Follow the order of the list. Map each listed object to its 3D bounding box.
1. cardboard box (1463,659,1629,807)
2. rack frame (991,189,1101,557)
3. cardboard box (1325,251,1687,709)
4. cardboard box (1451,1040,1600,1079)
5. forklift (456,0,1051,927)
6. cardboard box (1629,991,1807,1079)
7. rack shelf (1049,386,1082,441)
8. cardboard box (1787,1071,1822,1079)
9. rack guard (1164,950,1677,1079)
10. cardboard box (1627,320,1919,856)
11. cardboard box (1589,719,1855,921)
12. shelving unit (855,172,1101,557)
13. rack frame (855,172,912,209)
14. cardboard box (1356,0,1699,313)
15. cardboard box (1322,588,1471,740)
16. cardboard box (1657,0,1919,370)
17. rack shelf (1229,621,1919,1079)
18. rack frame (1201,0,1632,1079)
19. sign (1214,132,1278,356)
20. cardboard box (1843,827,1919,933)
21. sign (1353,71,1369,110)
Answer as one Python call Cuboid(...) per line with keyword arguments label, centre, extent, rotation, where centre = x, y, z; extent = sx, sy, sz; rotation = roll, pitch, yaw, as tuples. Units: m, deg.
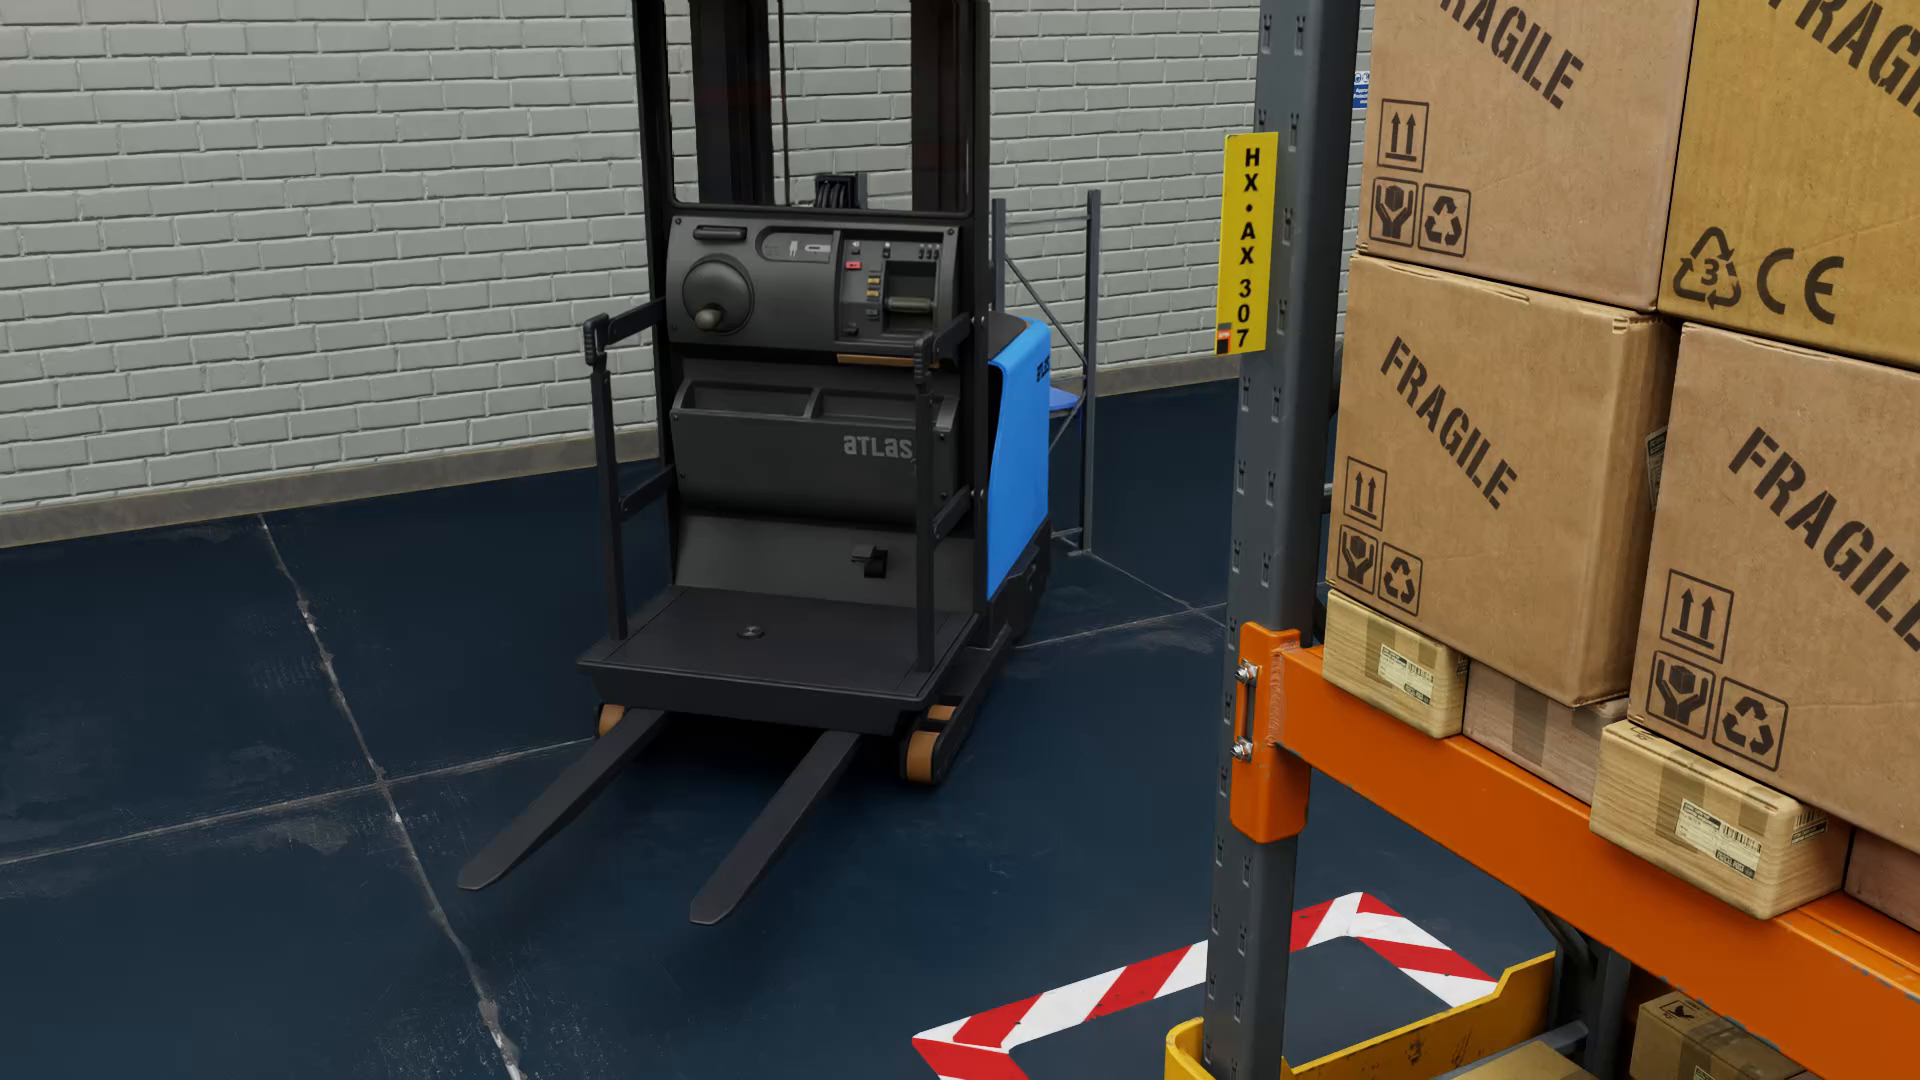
Cuboid(label="cardboard box", centre=(0.929, 0.215, 2.296), extent=(0.380, 0.149, 0.250), rotation=(-9, 21, -25))
Cuboid(label="rack frame", centre=(0.335, -0.619, 6.625), extent=(0.500, 1.500, 0.032), rotation=(-12, 23, -32))
Cuboid(label="cardboard box", centre=(0.877, -0.131, 2.303), extent=(0.500, 0.500, 0.500), rotation=(-9, 21, -24))
Cuboid(label="cardboard box", centre=(0.856, 0.956, 2.576), extent=(0.380, 0.149, 0.250), rotation=(-11, 22, -29))
Cuboid(label="forklift", centre=(-0.513, -0.787, 4.918), extent=(1.130, 2.935, 3.031), rotation=(5, 20, 14))
Cuboid(label="cardboard box", centre=(1.381, 0.866, 2.838), extent=(0.380, 0.149, 0.250), rotation=(-10, 21, -26))
Cuboid(label="rack shelf", centre=(0.052, -0.586, 7.083), extent=(0.538, 0.185, 1.000), rotation=(-12, 23, -32))
Cuboid(label="cardboard box", centre=(1.450, 0.947, 2.603), extent=(0.380, 0.149, 0.250), rotation=(-10, 21, -26))
Cuboid(label="rack guard", centre=(0.943, 1.089, 3.209), extent=(1.175, 0.500, 0.348), rotation=(-10, 21, -27))
Cuboid(label="cardboard box", centre=(1.153, 0.019, 1.869), extent=(0.500, 0.500, 0.500), rotation=(-10, 21, -27))
Cuboid(label="cardboard box", centre=(1.010, 0.300, 2.048), extent=(0.380, 0.149, 0.250), rotation=(-11, 22, -28))
Cuboid(label="shelving unit", centre=(0.052, -0.756, 7.024), extent=(0.538, 1.500, 1.048), rotation=(-12, 23, -32))
Cuboid(label="rack frame", centre=(-0.232, -0.894, 7.423), extent=(0.500, 1.500, 0.032), rotation=(-12, 23, -32))
Cuboid(label="cardboard box", centre=(0.886, -0.605, 2.144), extent=(0.500, 0.500, 0.500), rotation=(-10, 21, -27))
Cuboid(label="cardboard box", centre=(0.772, 0.148, 2.489), extent=(0.380, 0.149, 0.250), rotation=(-10, 21, -27))
Cuboid(label="cardboard box", centre=(1.131, -0.461, 1.727), extent=(0.500, 0.500, 0.500), rotation=(-9, 21, -25))
Cuboid(label="rack shelf", centre=(1.856, 0.800, 1.318), extent=(1.077, 0.370, 4.000), rotation=(-10, 21, -27))
Cuboid(label="rack frame", centre=(0.904, -0.114, 2.863), extent=(0.949, 2.616, 0.053), rotation=(-10, 21, -27))
Cuboid(label="sign", centre=(0.429, -0.440, 2.480), extent=(0.100, 0.325, 0.005), rotation=(-10, 21, -27))
Cuboid(label="cardboard box", centre=(1.254, 0.353, 1.894), extent=(0.380, 0.149, 0.250), rotation=(-9, 21, -24))
Cuboid(label="sign", centre=(2.445, -2.663, 9.837), extent=(0.327, 0.218, 0.001), rotation=(-10, 21, -27))
